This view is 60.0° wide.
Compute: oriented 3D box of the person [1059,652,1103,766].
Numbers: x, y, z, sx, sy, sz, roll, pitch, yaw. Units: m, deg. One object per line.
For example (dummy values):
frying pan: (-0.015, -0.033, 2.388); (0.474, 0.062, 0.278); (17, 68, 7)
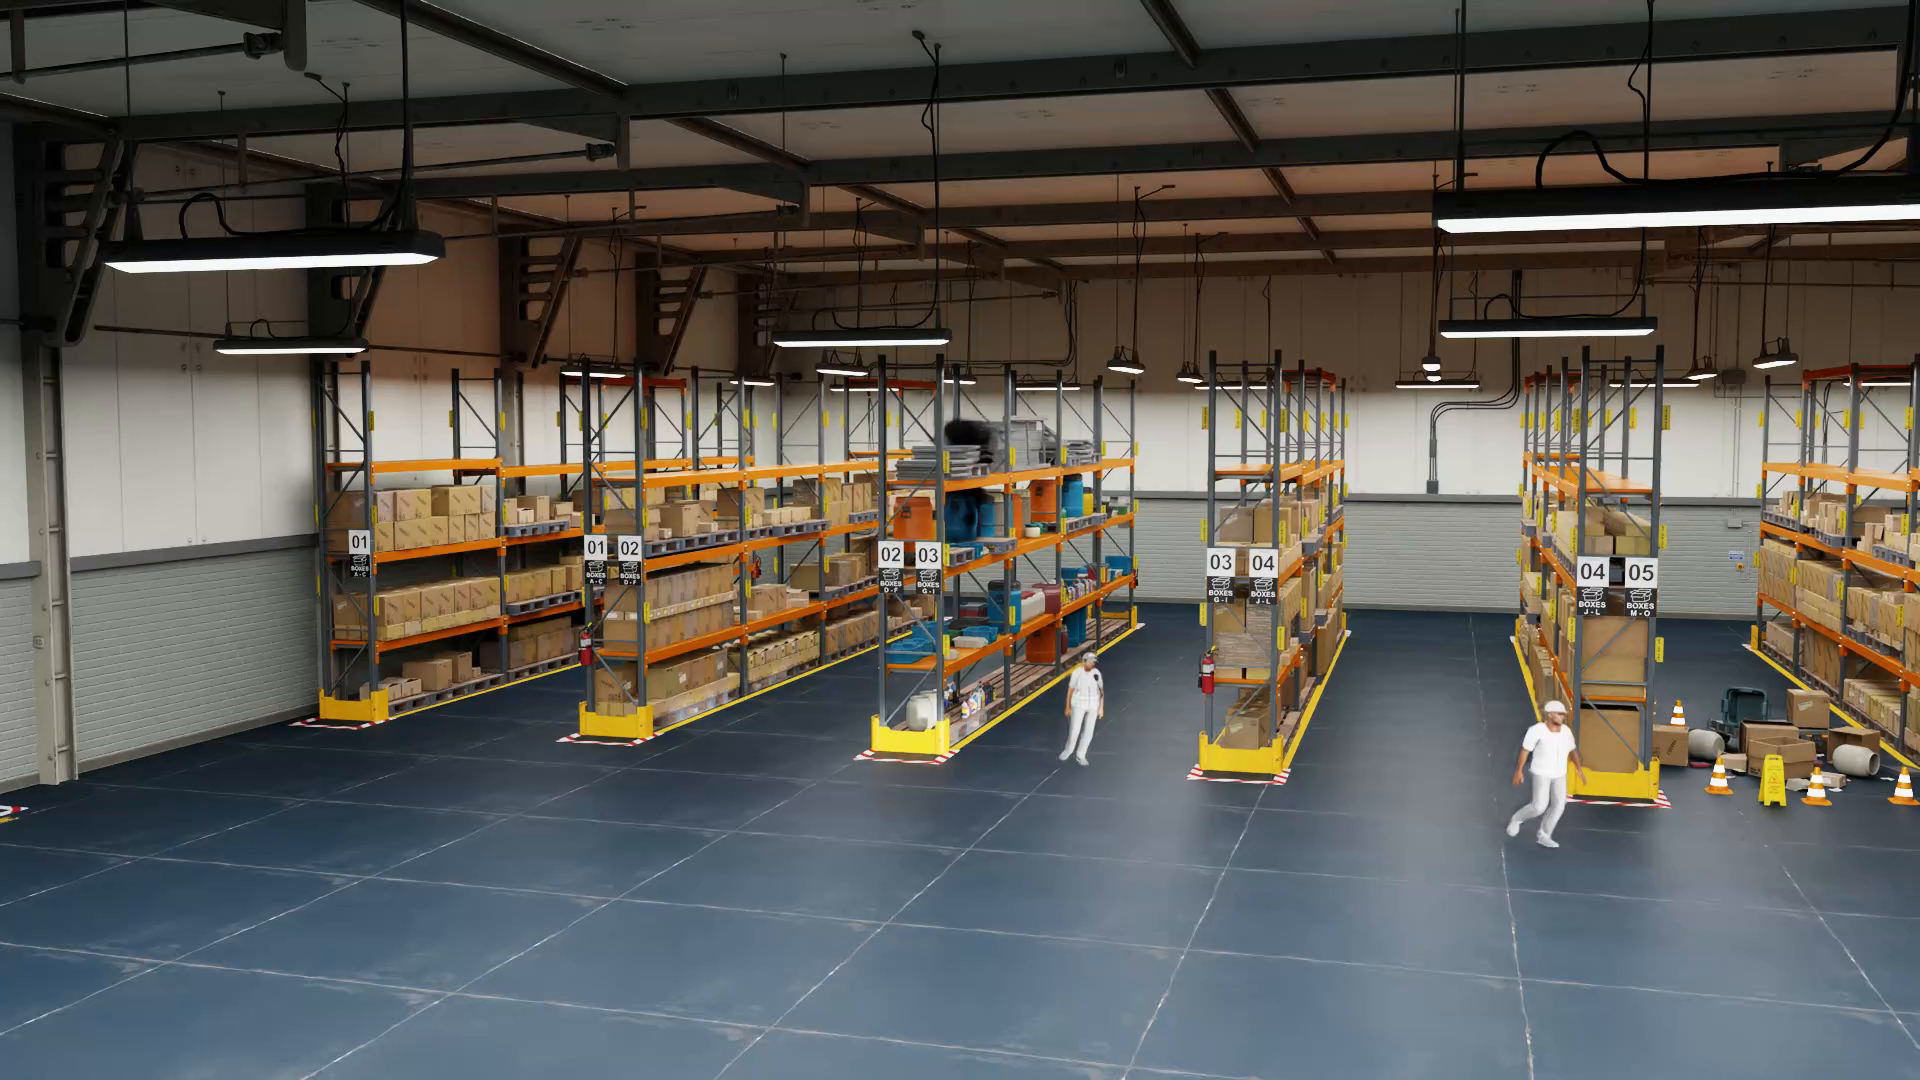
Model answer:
person: (1.768, 2.457, 24.170); (0.625, 1.681, 0.496); (-1, 4, -16)

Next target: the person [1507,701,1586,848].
person: (6.879, 2.739, 19.561); (0.725, 1.721, 0.690); (-1, 4, -17)

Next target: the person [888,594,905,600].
person: (-1.702, 1.031, 44.329); (0.952, 1.642, 0.605); (4, 5, 42)
